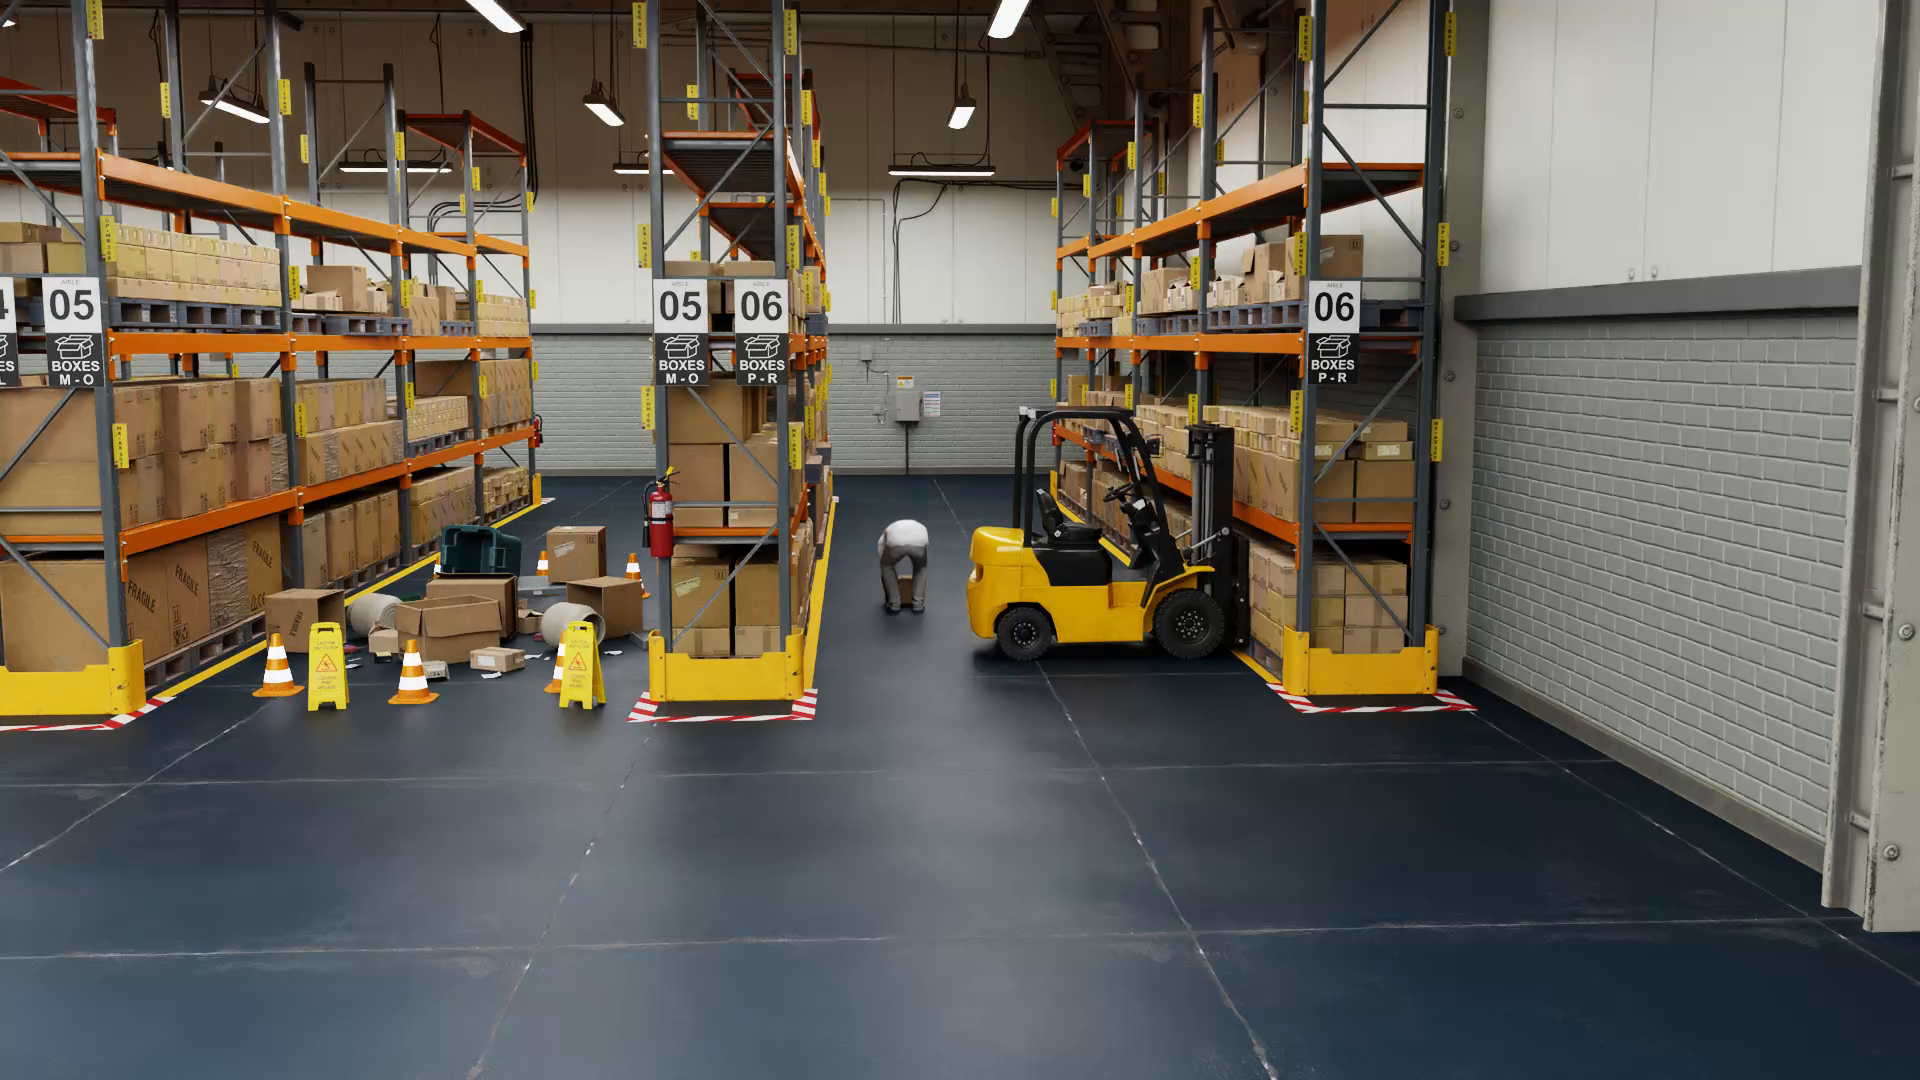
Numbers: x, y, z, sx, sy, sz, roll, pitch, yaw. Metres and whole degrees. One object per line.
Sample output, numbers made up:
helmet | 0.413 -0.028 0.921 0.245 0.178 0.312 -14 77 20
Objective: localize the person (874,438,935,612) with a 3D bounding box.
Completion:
person | -0.571 -0.156 16.975 0.624 1.759 0.463 -1 7 -8
